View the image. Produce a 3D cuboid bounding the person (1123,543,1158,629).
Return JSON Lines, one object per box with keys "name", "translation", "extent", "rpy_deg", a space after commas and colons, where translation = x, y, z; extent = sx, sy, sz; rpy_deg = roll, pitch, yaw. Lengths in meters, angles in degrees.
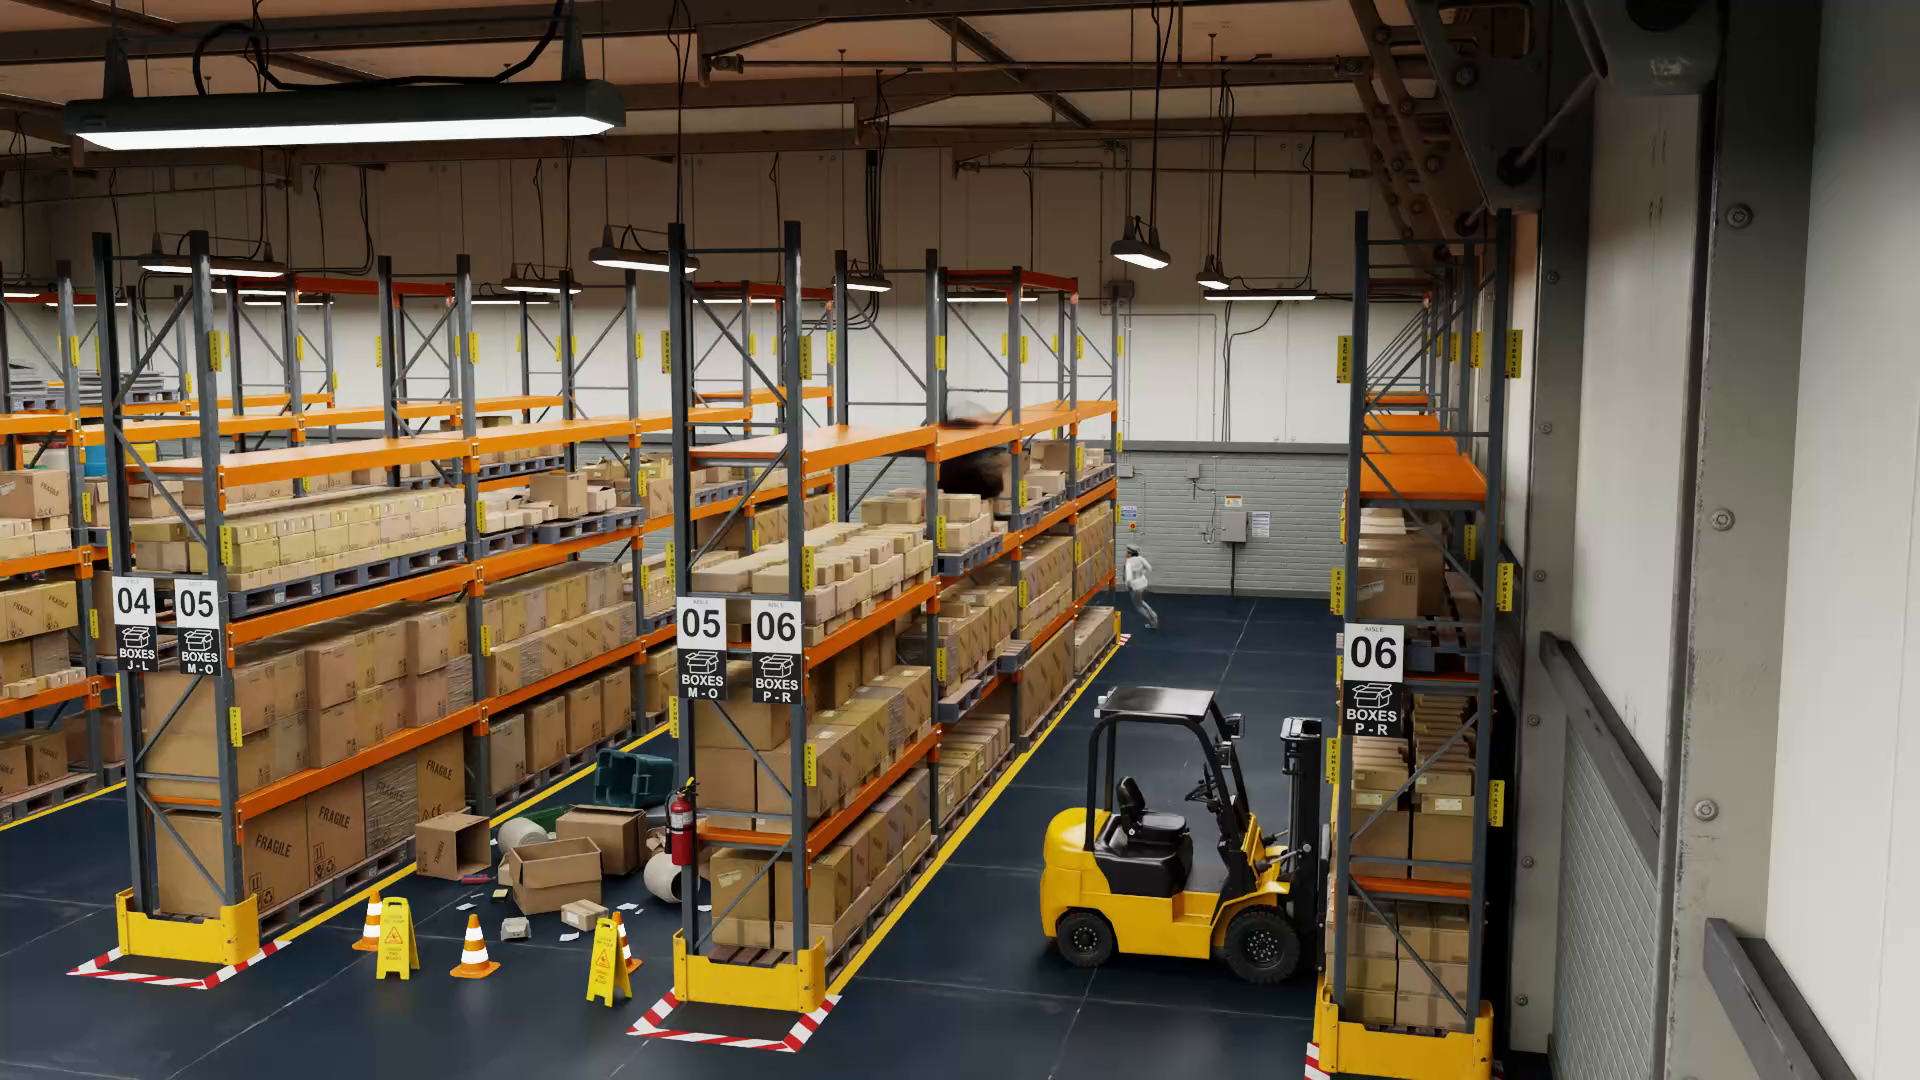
{"name": "person", "translation": [3.139, 0.813, 29.377], "extent": [0.755, 1.560, 0.477], "rpy_deg": [-5, 9, -38]}
